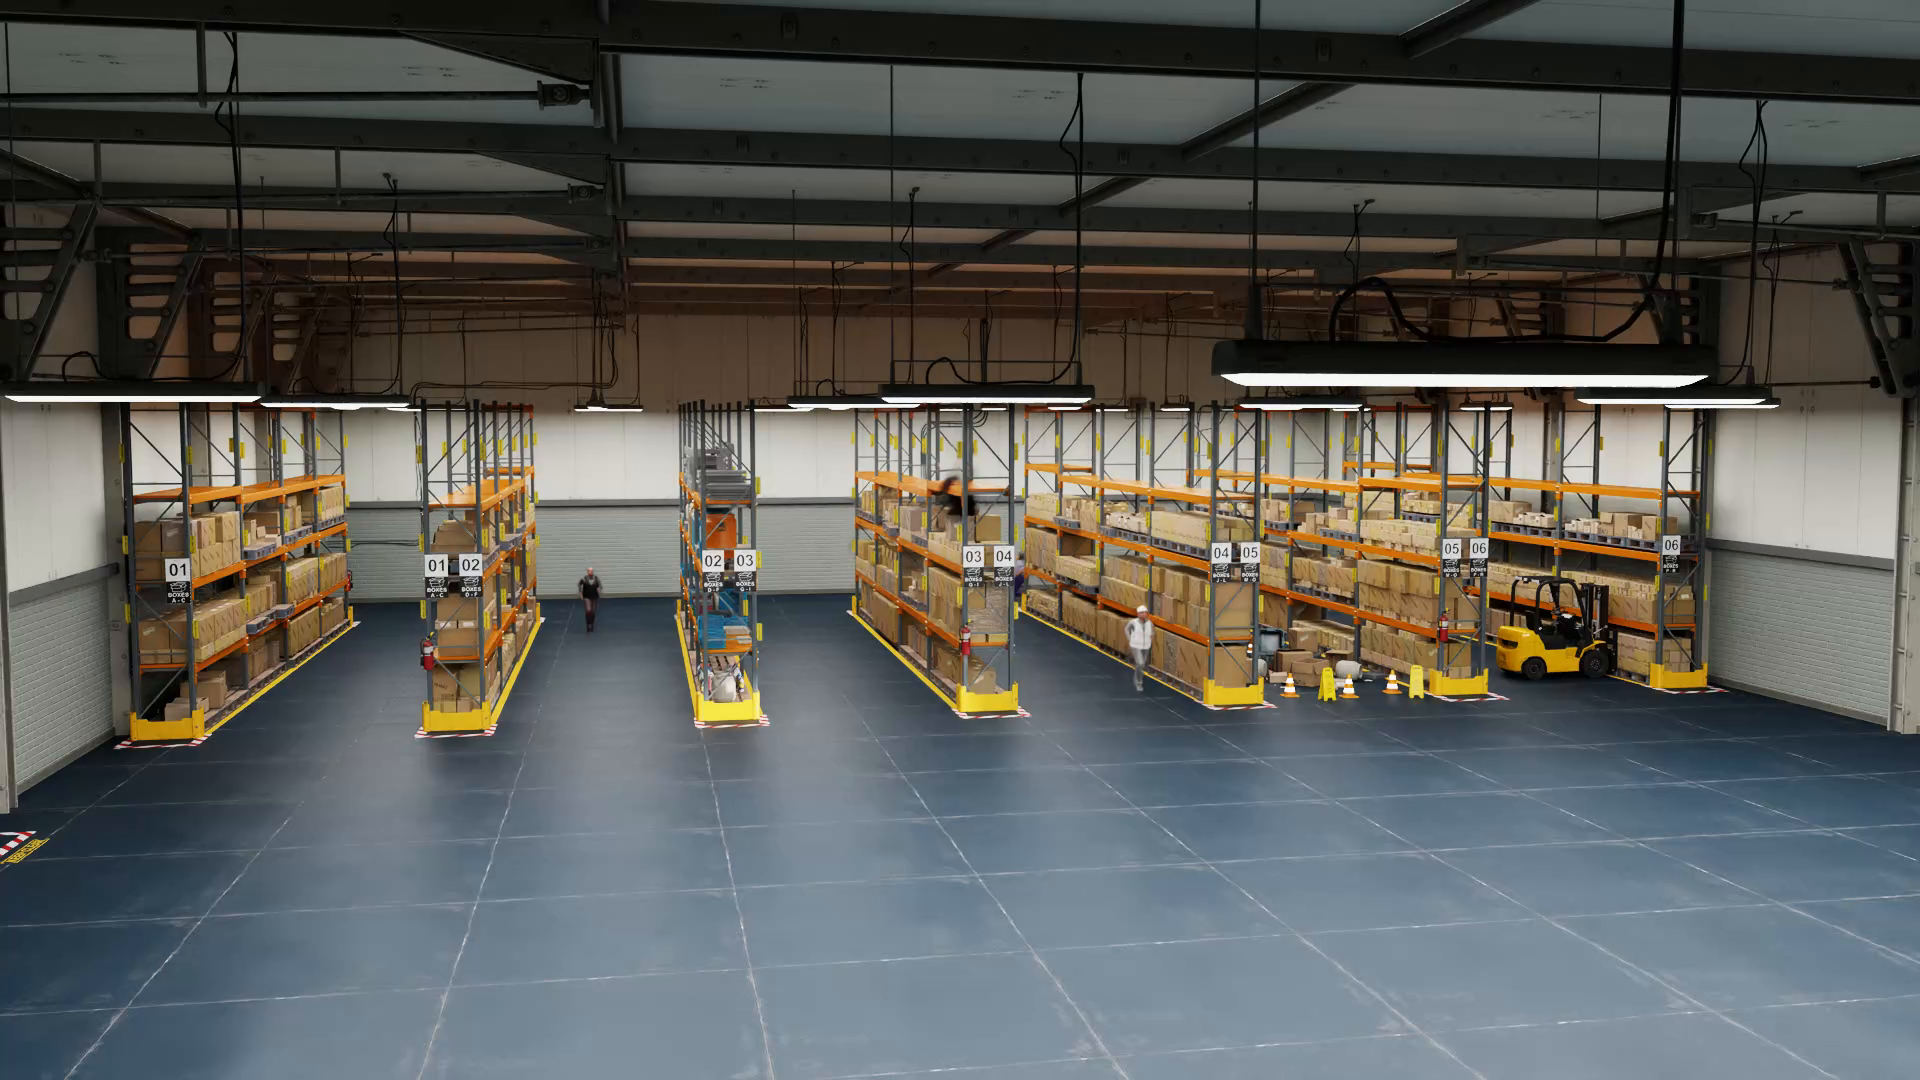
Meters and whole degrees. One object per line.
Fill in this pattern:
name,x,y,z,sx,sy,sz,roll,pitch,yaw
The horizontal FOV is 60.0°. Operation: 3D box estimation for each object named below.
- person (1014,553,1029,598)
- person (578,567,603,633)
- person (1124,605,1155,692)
person,1.715,1.166,49.889,0.748,1.563,0.639,0,4,0
person,-9.723,1.581,43.826,0.591,1.765,0.862,-2,5,-28
person,3.755,2.250,34.529,0.574,1.811,0.847,-2,5,-21
